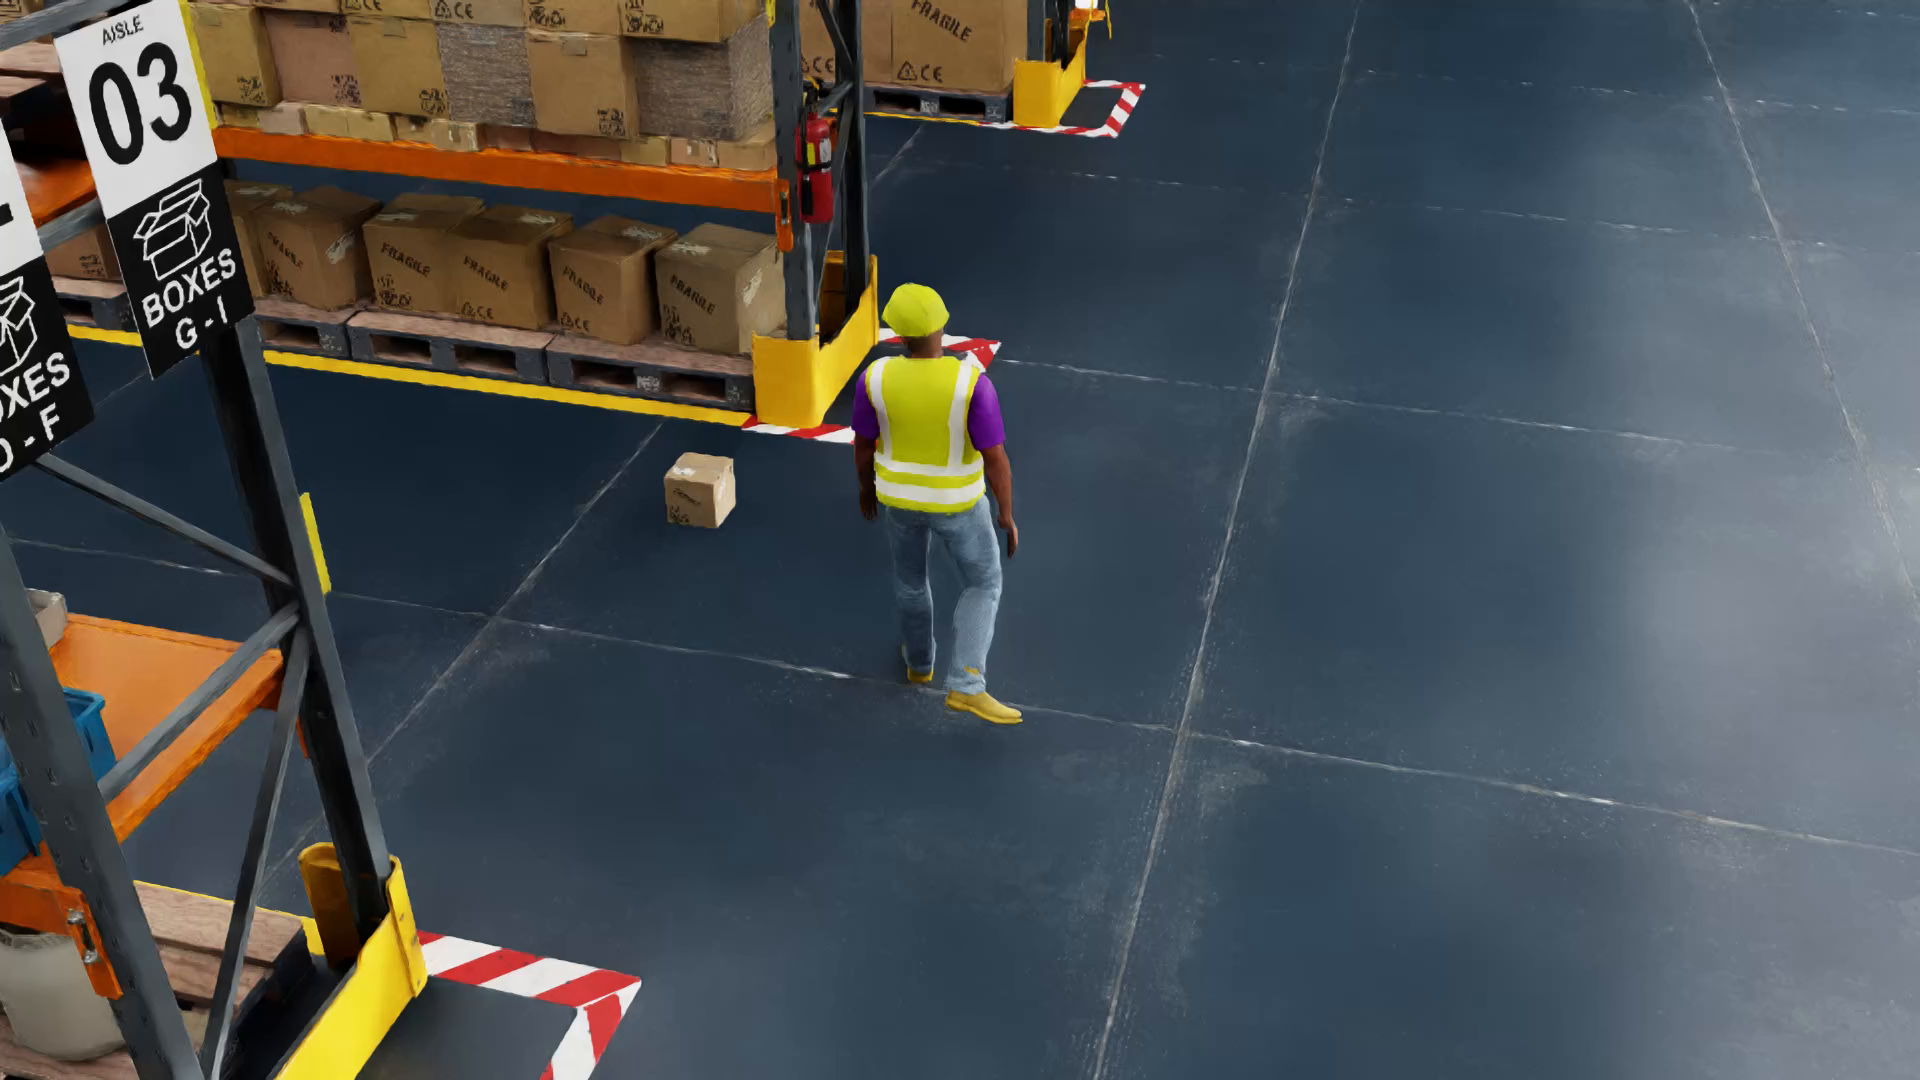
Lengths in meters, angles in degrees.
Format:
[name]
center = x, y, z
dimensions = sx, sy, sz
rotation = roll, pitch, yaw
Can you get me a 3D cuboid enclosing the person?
[person]
center = -0.061, -0.121, 6.310
dimensions = 0.750, 1.764, 0.630
rotation = 8, 34, 13
